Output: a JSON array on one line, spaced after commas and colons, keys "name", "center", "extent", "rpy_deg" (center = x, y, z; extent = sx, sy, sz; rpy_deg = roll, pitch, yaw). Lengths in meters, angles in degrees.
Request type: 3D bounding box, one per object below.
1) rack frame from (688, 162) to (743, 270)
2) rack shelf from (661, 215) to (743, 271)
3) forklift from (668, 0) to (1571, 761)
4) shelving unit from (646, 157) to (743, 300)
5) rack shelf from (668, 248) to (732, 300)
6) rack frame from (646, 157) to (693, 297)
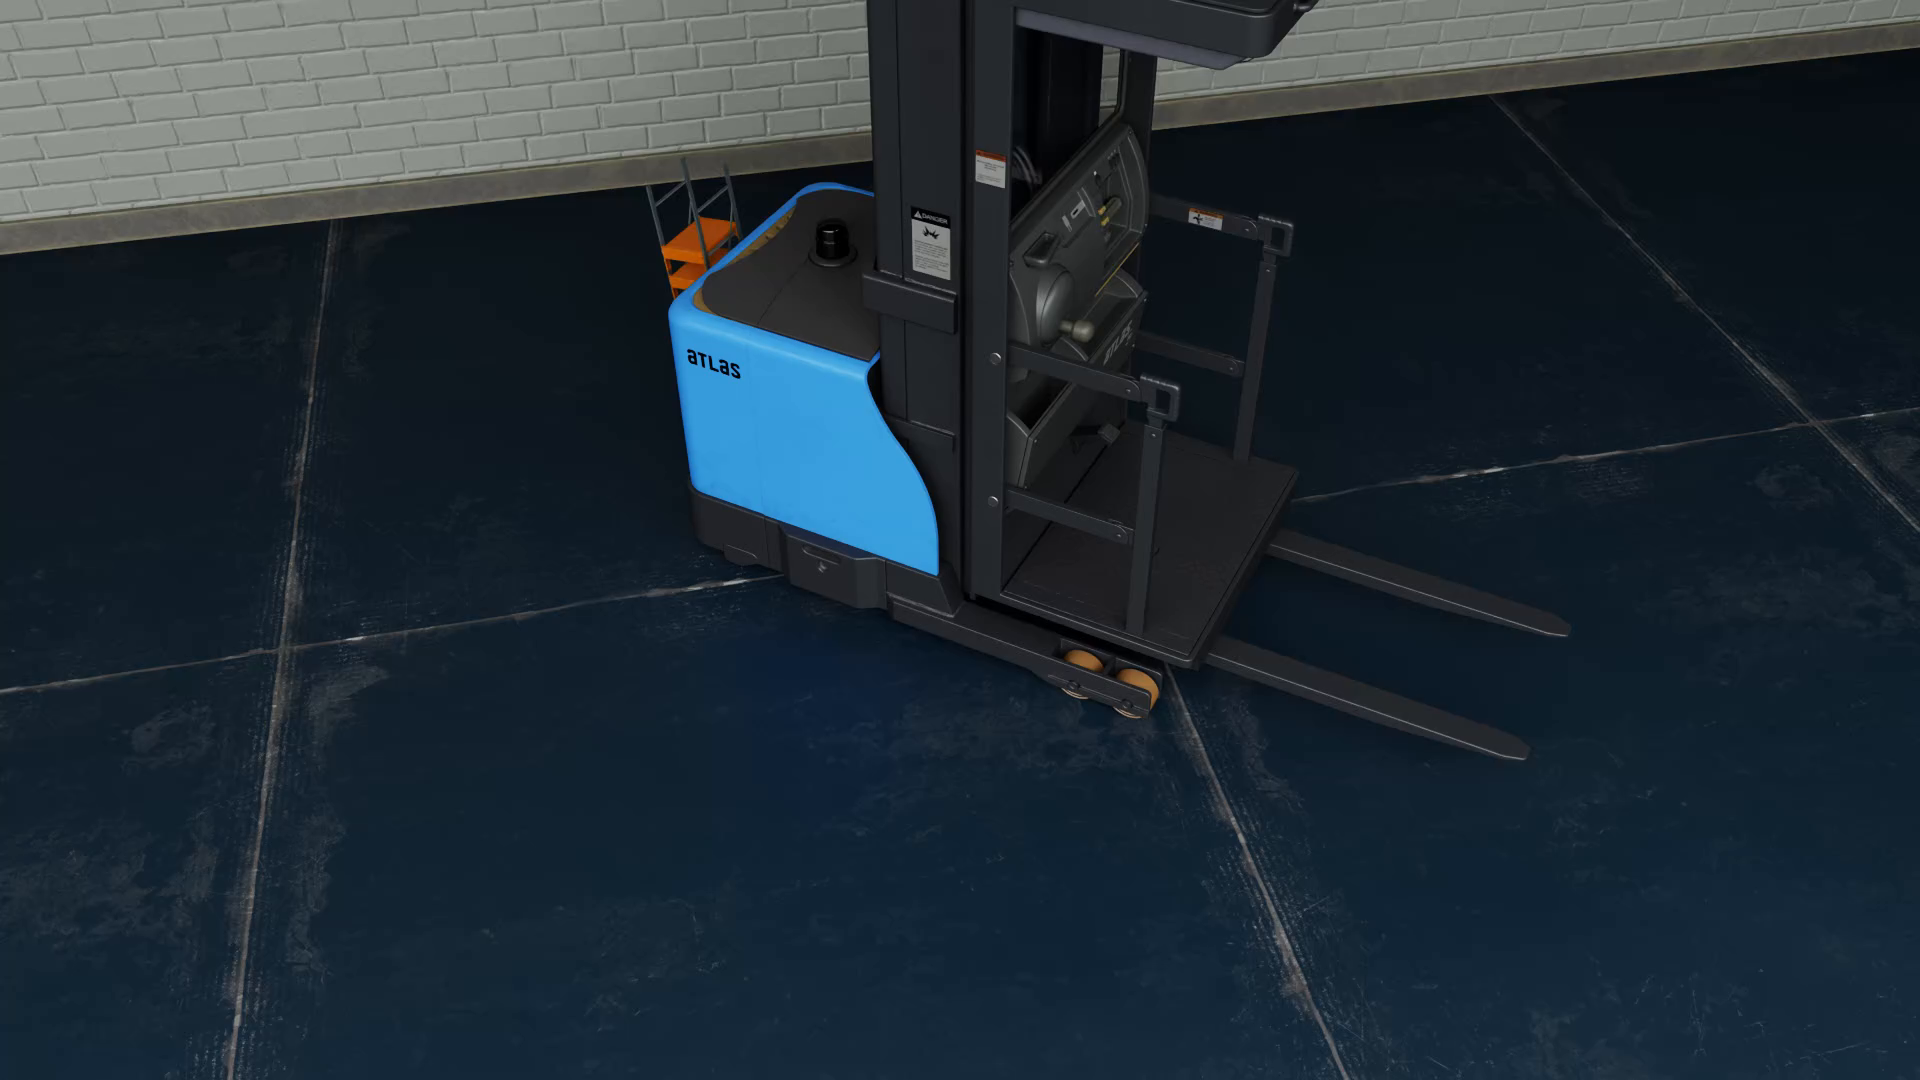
[{"name": "rack frame", "center": [-0.821, -0.811, 6.231], "extent": [0.006, 1.200, 0.240], "rpy_deg": [13, 43, 25]}, {"name": "rack shelf", "center": [-0.938, -1.075, 6.074], "extent": [0.180, 0.103, 0.258], "rpy_deg": [13, 43, 25]}, {"name": "forklift", "center": [0.558, -0.905, 5.062], "extent": [3.031, 2.935, 1.130], "rpy_deg": [19, 45, 20]}, {"name": "shelving unit", "center": [-0.902, -0.829, 6.269], "extent": [0.189, 1.200, 0.258], "rpy_deg": [13, 43, 25]}, {"name": "rack shelf", "center": [-0.924, -0.981, 6.148], "extent": [0.180, 0.103, 0.258], "rpy_deg": [13, 43, 25]}, {"name": "rack frame", "center": [-0.983, -0.847, 6.307], "extent": [0.006, 1.200, 0.240], "rpy_deg": [13, 43, 25]}]
